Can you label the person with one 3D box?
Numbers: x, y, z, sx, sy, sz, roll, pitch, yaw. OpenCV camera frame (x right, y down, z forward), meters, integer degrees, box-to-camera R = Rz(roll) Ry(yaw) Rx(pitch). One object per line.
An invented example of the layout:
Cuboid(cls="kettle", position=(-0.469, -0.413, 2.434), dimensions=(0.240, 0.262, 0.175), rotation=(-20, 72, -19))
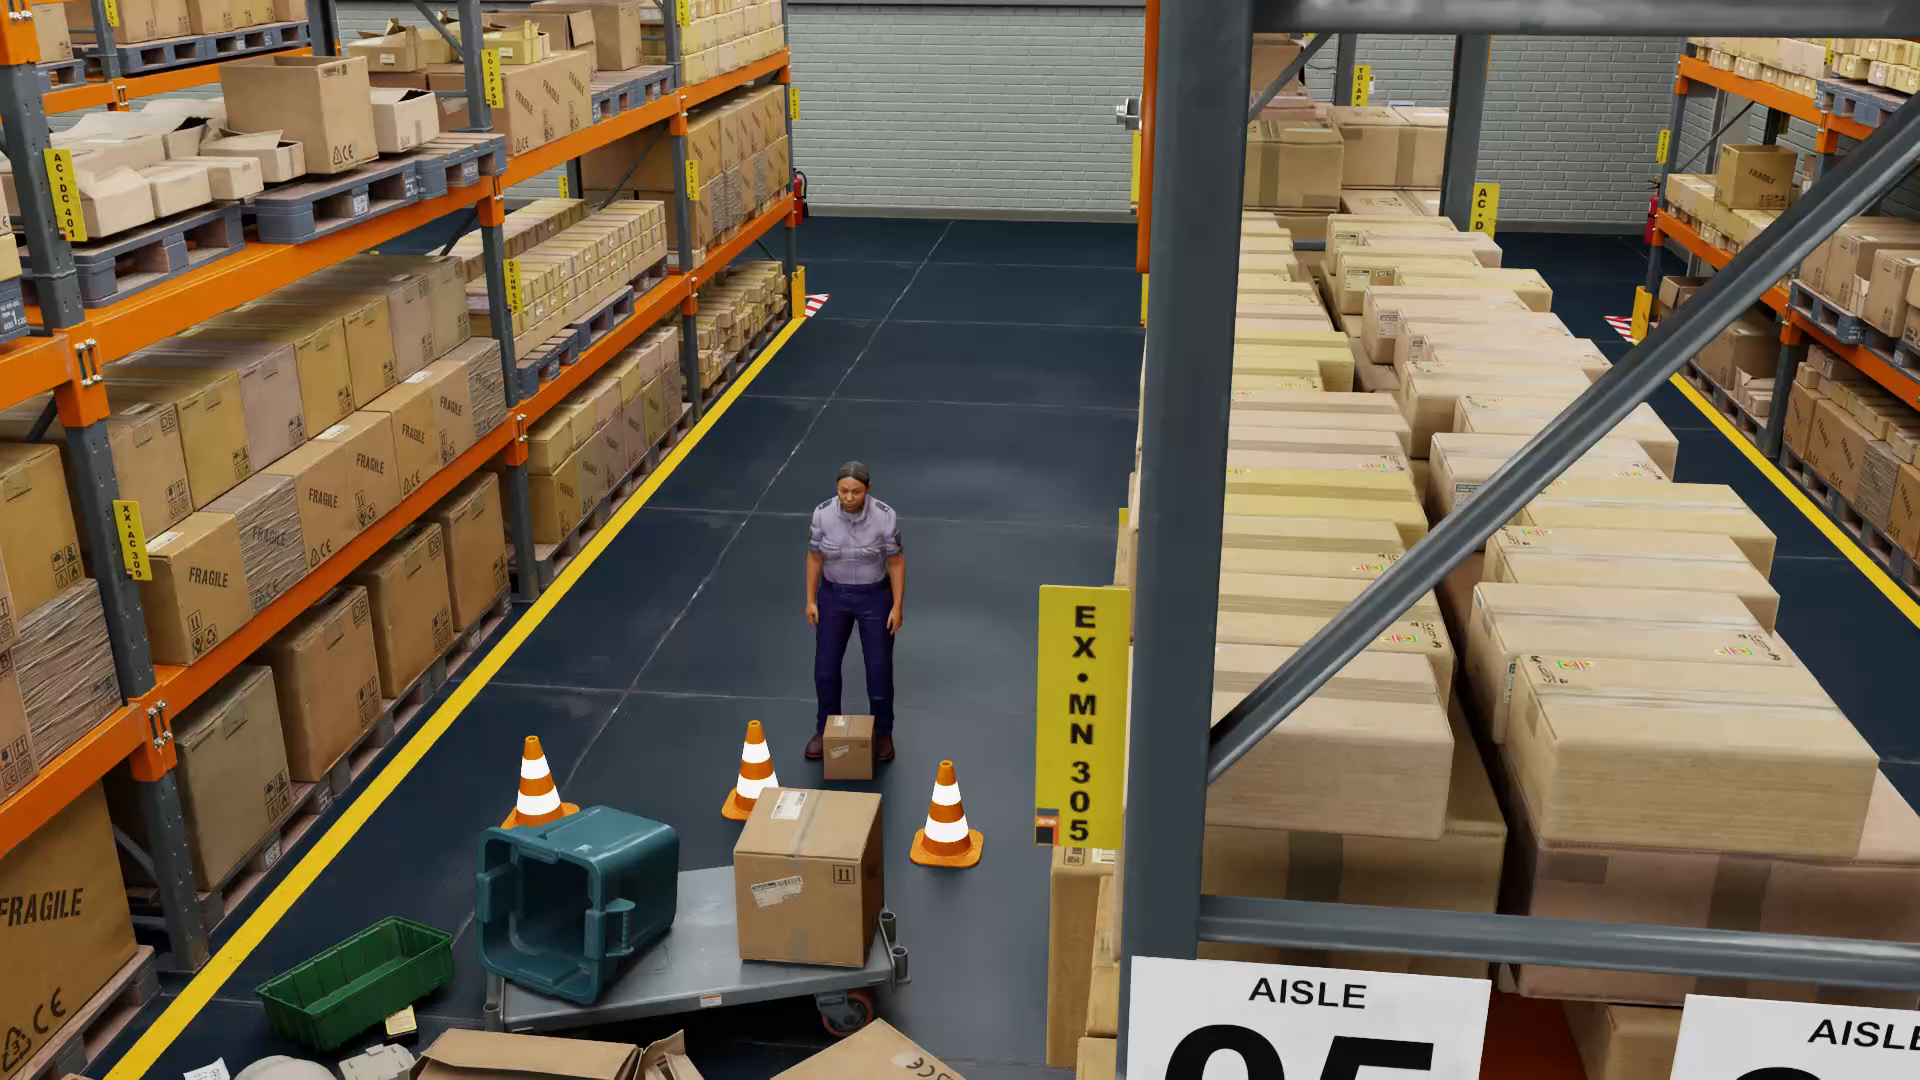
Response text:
Cuboid(cls="person", position=(-0.553, 0.349, 8.699), dimensions=(0.537, 1.651, 0.374), rotation=(3, 21, 7))
